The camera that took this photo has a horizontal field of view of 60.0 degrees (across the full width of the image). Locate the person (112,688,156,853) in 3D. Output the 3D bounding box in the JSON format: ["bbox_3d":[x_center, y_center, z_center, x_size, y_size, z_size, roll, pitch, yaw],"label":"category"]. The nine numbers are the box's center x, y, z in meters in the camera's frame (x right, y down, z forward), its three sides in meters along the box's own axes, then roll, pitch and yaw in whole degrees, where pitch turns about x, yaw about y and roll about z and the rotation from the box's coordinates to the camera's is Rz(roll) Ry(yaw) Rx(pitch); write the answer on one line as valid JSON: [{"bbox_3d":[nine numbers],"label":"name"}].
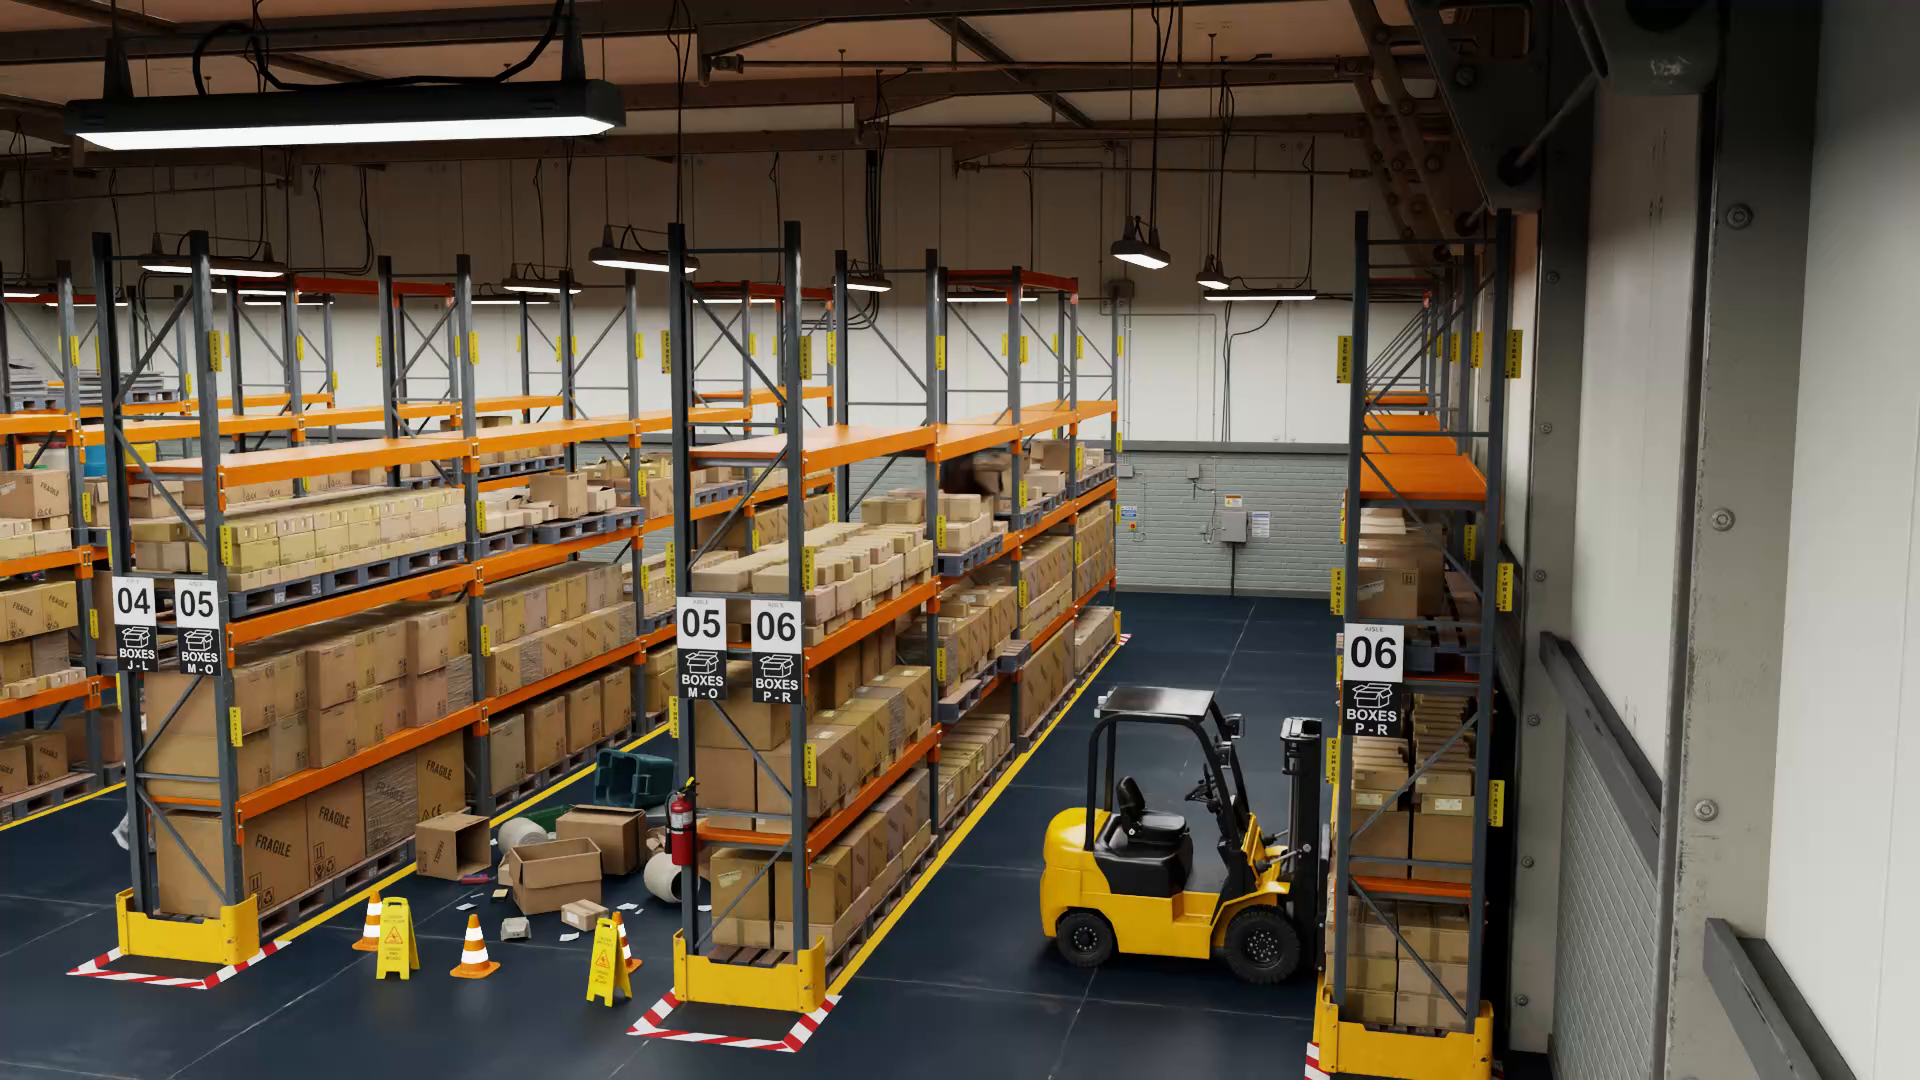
[{"bbox_3d":[-8.188,2.299,16.608,0.469,1.683,0.482,-7,10,-43],"label":"person"}]

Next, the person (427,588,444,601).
[{"bbox_3d":[-7.349,1.440,23.226,0.478,1.728,0.978,3,7,20],"label":"person"}]
